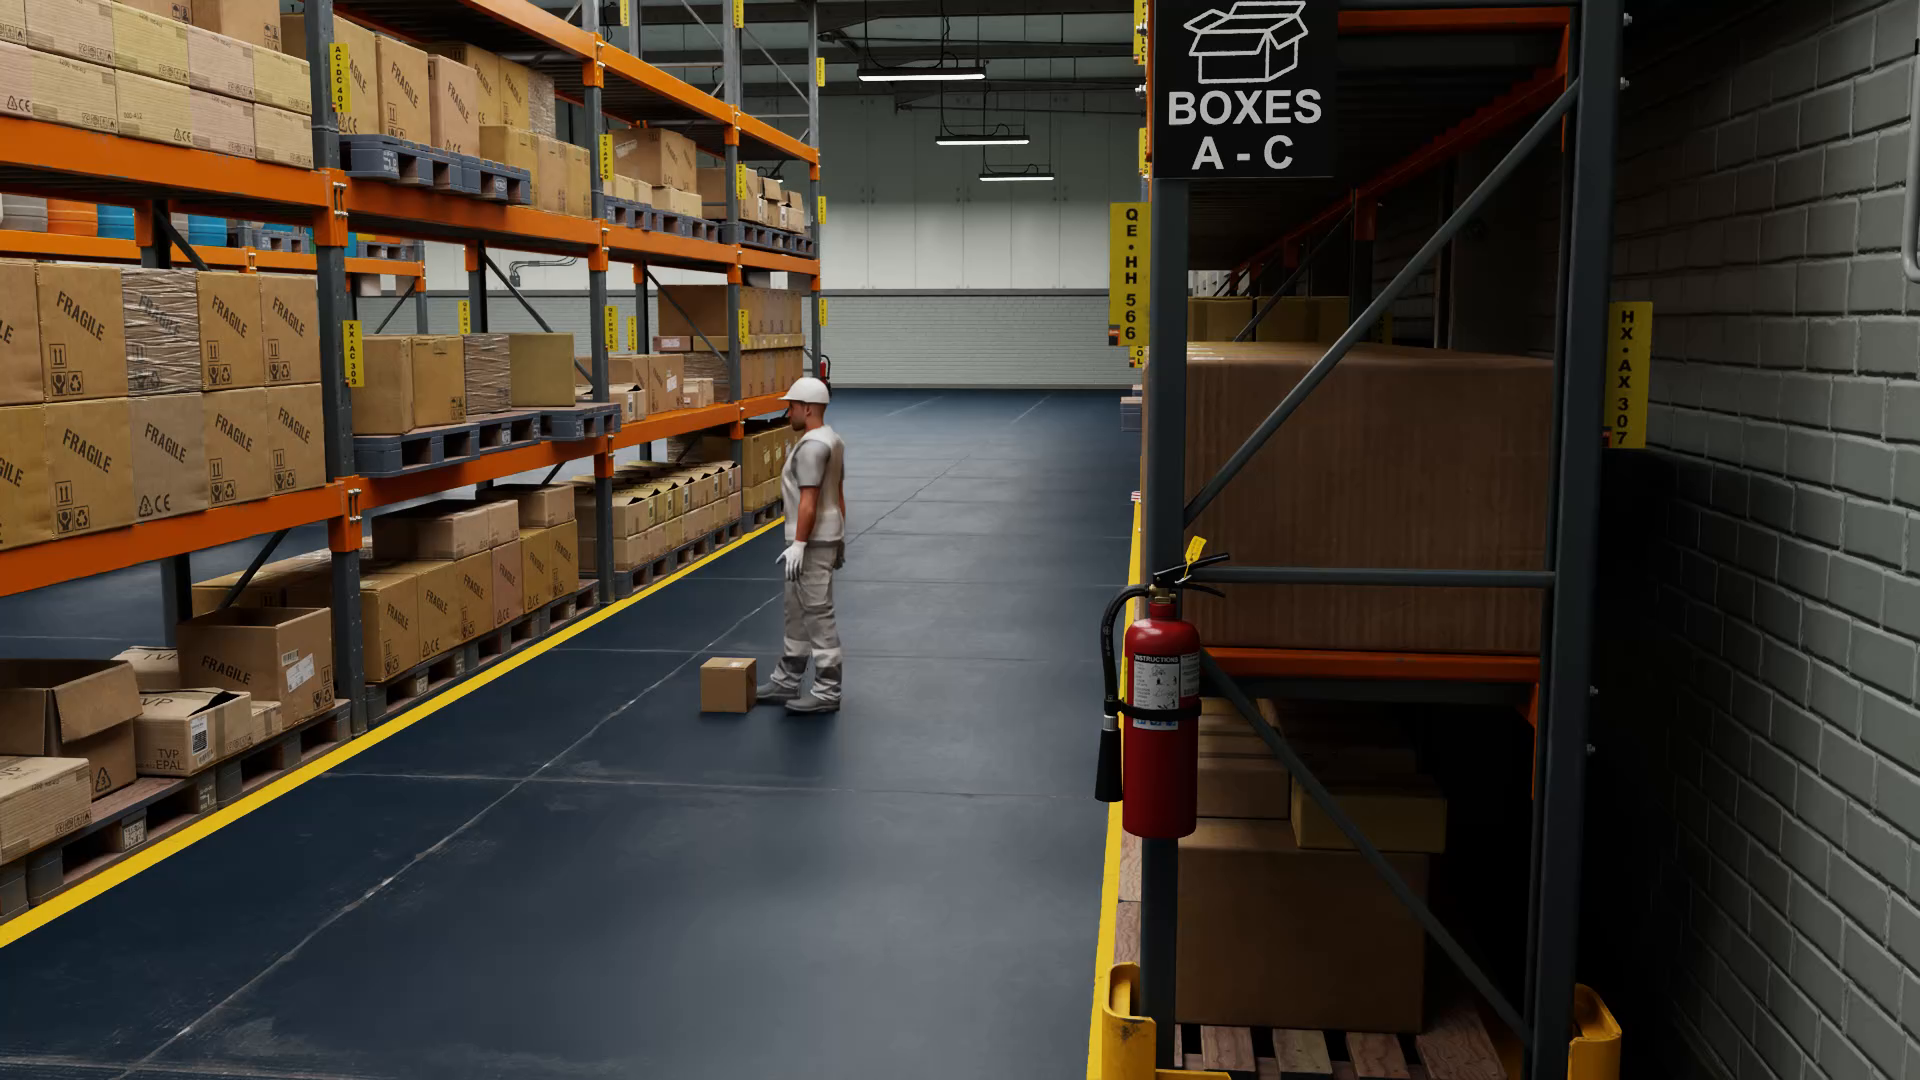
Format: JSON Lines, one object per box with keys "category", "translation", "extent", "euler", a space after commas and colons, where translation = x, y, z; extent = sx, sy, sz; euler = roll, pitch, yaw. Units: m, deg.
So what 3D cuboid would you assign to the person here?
{"category": "person", "translation": [-0.912, 0.028, 8.900], "extent": [0.584, 1.787, 0.588], "euler": [0, 7, 1]}
